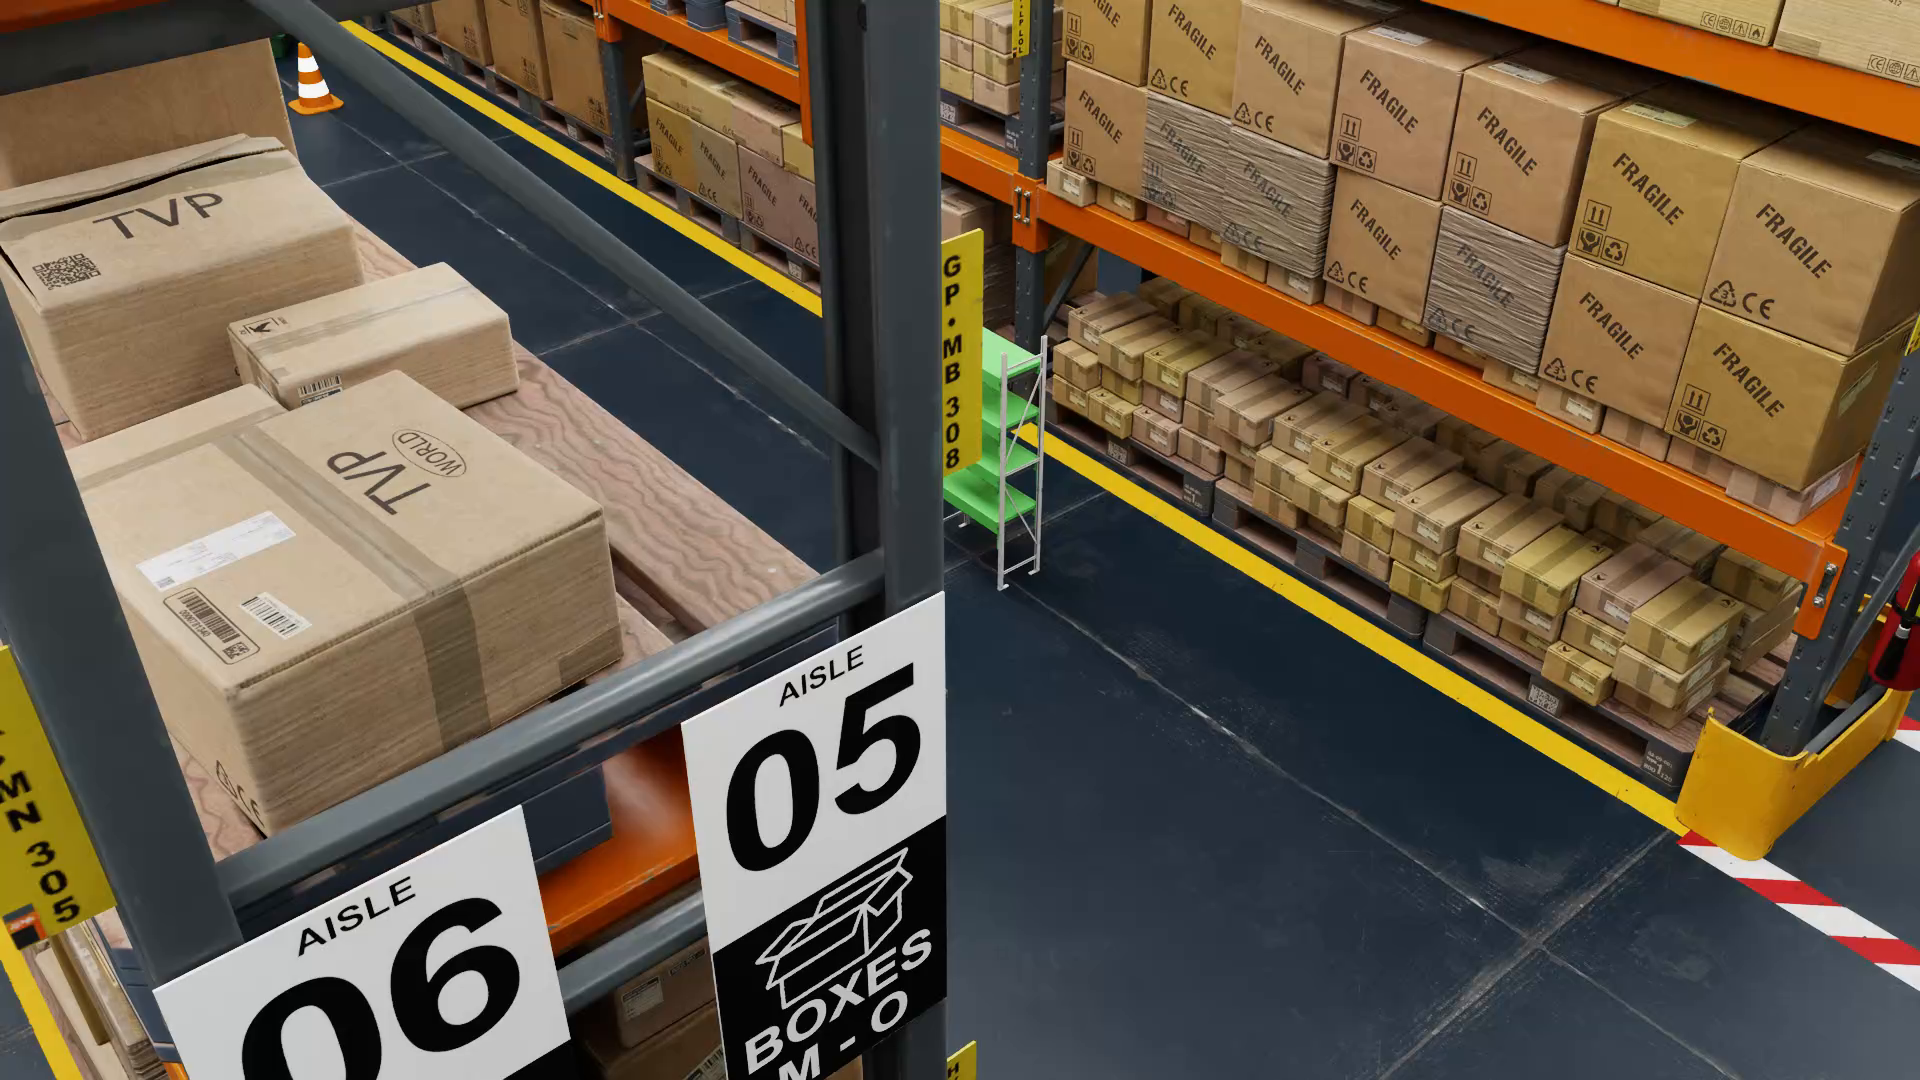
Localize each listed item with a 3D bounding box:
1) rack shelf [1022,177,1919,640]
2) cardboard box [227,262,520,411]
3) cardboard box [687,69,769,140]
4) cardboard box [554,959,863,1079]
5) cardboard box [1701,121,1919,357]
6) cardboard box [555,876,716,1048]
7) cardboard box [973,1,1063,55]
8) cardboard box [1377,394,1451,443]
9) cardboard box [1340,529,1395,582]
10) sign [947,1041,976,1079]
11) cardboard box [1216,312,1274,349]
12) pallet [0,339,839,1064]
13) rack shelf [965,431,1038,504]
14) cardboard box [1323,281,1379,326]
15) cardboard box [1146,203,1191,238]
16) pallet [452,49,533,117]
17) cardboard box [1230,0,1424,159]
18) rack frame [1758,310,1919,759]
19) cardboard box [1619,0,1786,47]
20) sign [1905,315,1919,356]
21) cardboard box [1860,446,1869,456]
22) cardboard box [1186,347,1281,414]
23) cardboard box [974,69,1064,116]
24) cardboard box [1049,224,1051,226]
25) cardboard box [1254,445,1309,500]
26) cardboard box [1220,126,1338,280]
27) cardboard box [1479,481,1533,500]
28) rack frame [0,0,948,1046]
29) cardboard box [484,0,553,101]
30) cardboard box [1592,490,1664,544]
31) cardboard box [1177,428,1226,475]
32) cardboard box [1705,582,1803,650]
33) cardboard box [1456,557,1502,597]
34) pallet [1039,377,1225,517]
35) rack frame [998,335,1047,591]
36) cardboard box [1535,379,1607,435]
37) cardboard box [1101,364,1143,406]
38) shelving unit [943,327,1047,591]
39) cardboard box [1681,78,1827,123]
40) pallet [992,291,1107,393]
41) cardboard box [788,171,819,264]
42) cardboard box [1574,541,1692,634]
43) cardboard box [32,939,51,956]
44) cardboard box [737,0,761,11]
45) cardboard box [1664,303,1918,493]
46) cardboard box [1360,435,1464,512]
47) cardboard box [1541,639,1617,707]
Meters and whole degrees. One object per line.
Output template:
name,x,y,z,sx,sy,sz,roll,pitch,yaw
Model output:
rack shelf,1.986,-0.882,7.023,1.077,0.370,4.000,-26,43,-32
cardboard box,-0.966,-0.302,2.753,0.380,0.149,0.250,-24,42,-30
cardboard box,-1.298,-2.663,10.066,0.500,0.250,0.500,-27,43,-32
cardboard box,-0.531,0.831,3.029,0.500,0.500,0.500,-27,43,-33
cardboard box,2.791,-0.972,5.318,0.500,0.500,0.500,-27,43,-33
cardboard box,-0.457,0.625,2.760,0.380,0.149,0.250,-25,42,-31
cardboard box,0.287,-2.475,7.988,0.380,0.149,0.250,-24,42,-30
cardboard box,2.099,-0.550,7.520,0.380,0.149,0.250,-26,43,-32
cardboard box,1.887,-0.001,7.260,0.380,0.149,0.250,-25,42,-31
sign,-0.012,1.008,2.914,0.100,0.325,0.005,-26,43,-32
cardboard box,1.485,-1.044,8.218,0.380,0.149,0.250,-26,43,-32
pallet,-0.926,0.087,2.514,1.003,0.211,1.213,-26,43,-32
rack shelf,0.107,-0.364,7.337,0.258,0.148,0.480,-26,43,-32
cardboard box,1.724,-1.045,6.847,0.380,0.149,0.250,-24,42,-30
cardboard box,1.064,-1.525,7.525,0.380,0.149,0.250,-28,44,-34
pallet,-3.120,-3.601,12.652,1.003,0.211,1.213,-26,43,-32
cardboard box,1.448,-1.882,6.603,0.500,0.500,0.500,-25,42,-31
rack frame,3.277,-0.293,5.568,1.000,3.000,0.127,-26,43,-32
cardboard box,2.446,-1.780,5.203,0.500,0.250,0.500,-26,43,-32
sign,2.840,-0.696,4.862,0.100,0.325,0.005,-26,43,-32
cardboard box,3.318,-0.455,6.015,0.380,0.149,0.250,-26,43,-32
cardboard box,1.279,-0.736,7.783,0.380,0.149,0.250,-27,43,-33
cardboard box,0.288,-2.229,8.156,0.380,0.149,0.250,-27,43,-33
cardboard box,0.420,-1.941,9.046,0.500,0.250,0.500,-28,44,-34
cardboard box,1.548,-0.351,7.496,0.380,0.149,0.250,-26,43,-32
cardboard box,1.445,-1.457,6.868,0.500,0.500,0.500,-27,43,-33
cardboard box,2.449,-0.202,7.285,0.380,0.149,0.250,-28,44,-34
rack frame,-0.439,-0.850,1.164,1.000,3.000,0.127,-26,43,-32
cardboard box,-2.777,-3.765,12.054,1.050,0.750,0.750,-25,42,-31
cardboard box,2.864,-0.137,6.937,0.380,0.149,0.250,-26,43,-32
cardboard box,1.259,-0.485,7.943,0.380,0.149,0.250,-27,43,-33
cardboard box,3.135,0.251,6.646,0.380,0.149,0.250,-24,42,-30
cardboard box,2.287,0.066,6.908,0.380,0.149,0.250,-27,43,-32
pallet,1.156,-0.637,8.467,1.003,0.211,1.213,-26,43,-32
rack frame,0.264,-0.309,7.148,0.240,1.200,0.015,-26,43,-32
cardboard box,2.363,-0.562,6.165,0.380,0.149,0.250,-25,42,-31
cardboard box,0.917,-0.830,8.173,0.380,0.149,0.250,-26,43,-31
shelving unit,0.107,-0.417,7.300,0.258,1.200,0.503,-26,43,-32
cardboard box,2.859,-1.381,5.895,0.500,0.500,0.500,-25,42,-31
pallet,0.192,-1.264,9.352,1.003,0.211,1.213,-26,43,-32
cardboard box,-0.633,-1.898,9.633,0.500,0.500,0.500,-27,43,-33
cardboard box,2.623,0.185,6.482,0.380,0.149,0.250,-25,42,-31
cardboard box,-2.697,1.024,5.563,0.875,0.438,0.875,-27,43,-32
cardboard box,-1.055,-3.148,9.454,0.380,0.149,0.250,-25,42,-30
cardboard box,2.790,-0.557,5.598,0.500,0.500,0.500,-25,42,-31
cardboard box,1.939,-0.275,7.132,0.380,0.149,0.250,-28,44,-33
cardboard box,2.534,0.469,6.596,0.380,0.149,0.250,-25,42,-30
